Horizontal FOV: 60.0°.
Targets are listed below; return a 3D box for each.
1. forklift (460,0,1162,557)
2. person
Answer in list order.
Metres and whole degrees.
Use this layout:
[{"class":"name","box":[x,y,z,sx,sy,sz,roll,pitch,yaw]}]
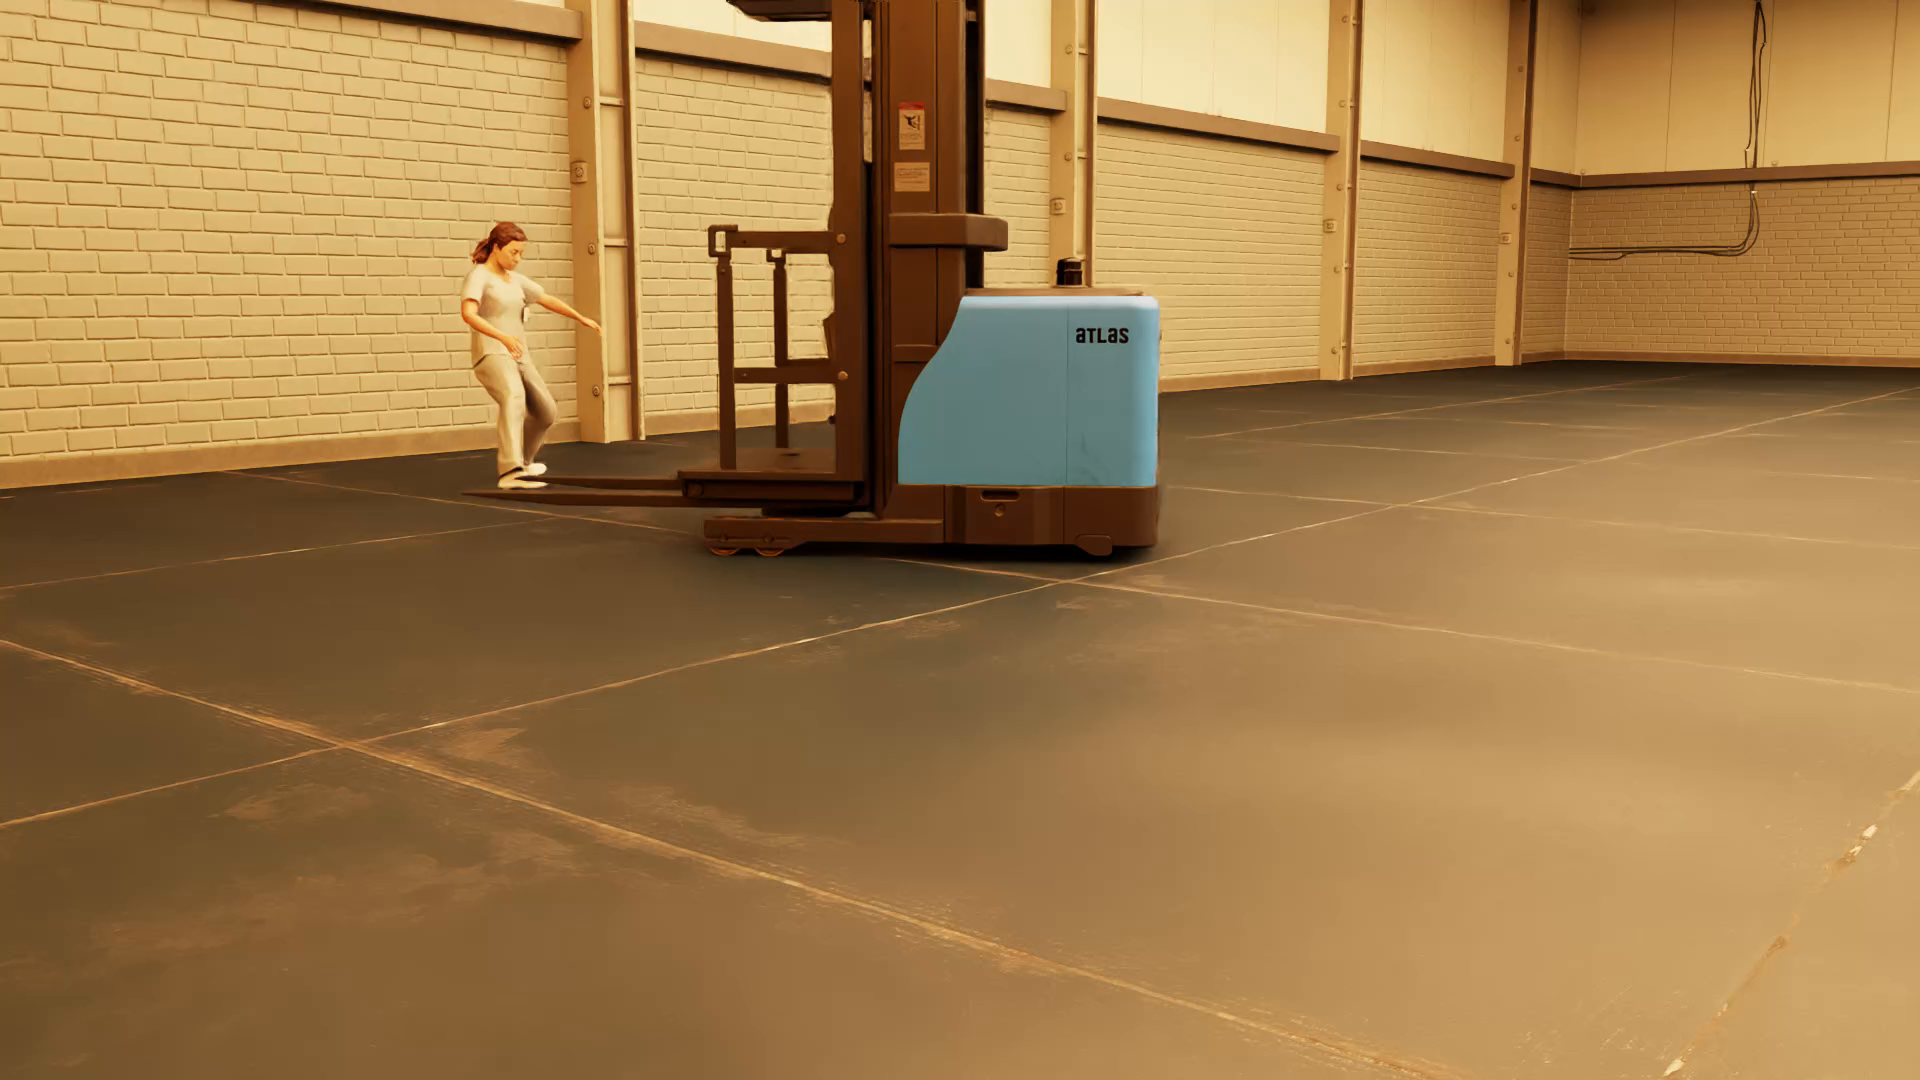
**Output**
[{"class":"forklift","box":[-0.641,-1.454,7.220,3.031,2.935,1.130,1,8,7]},{"class":"person","box":[-2.477,-1.054,9.483,0.960,1.501,1.109,4,9,23]}]
